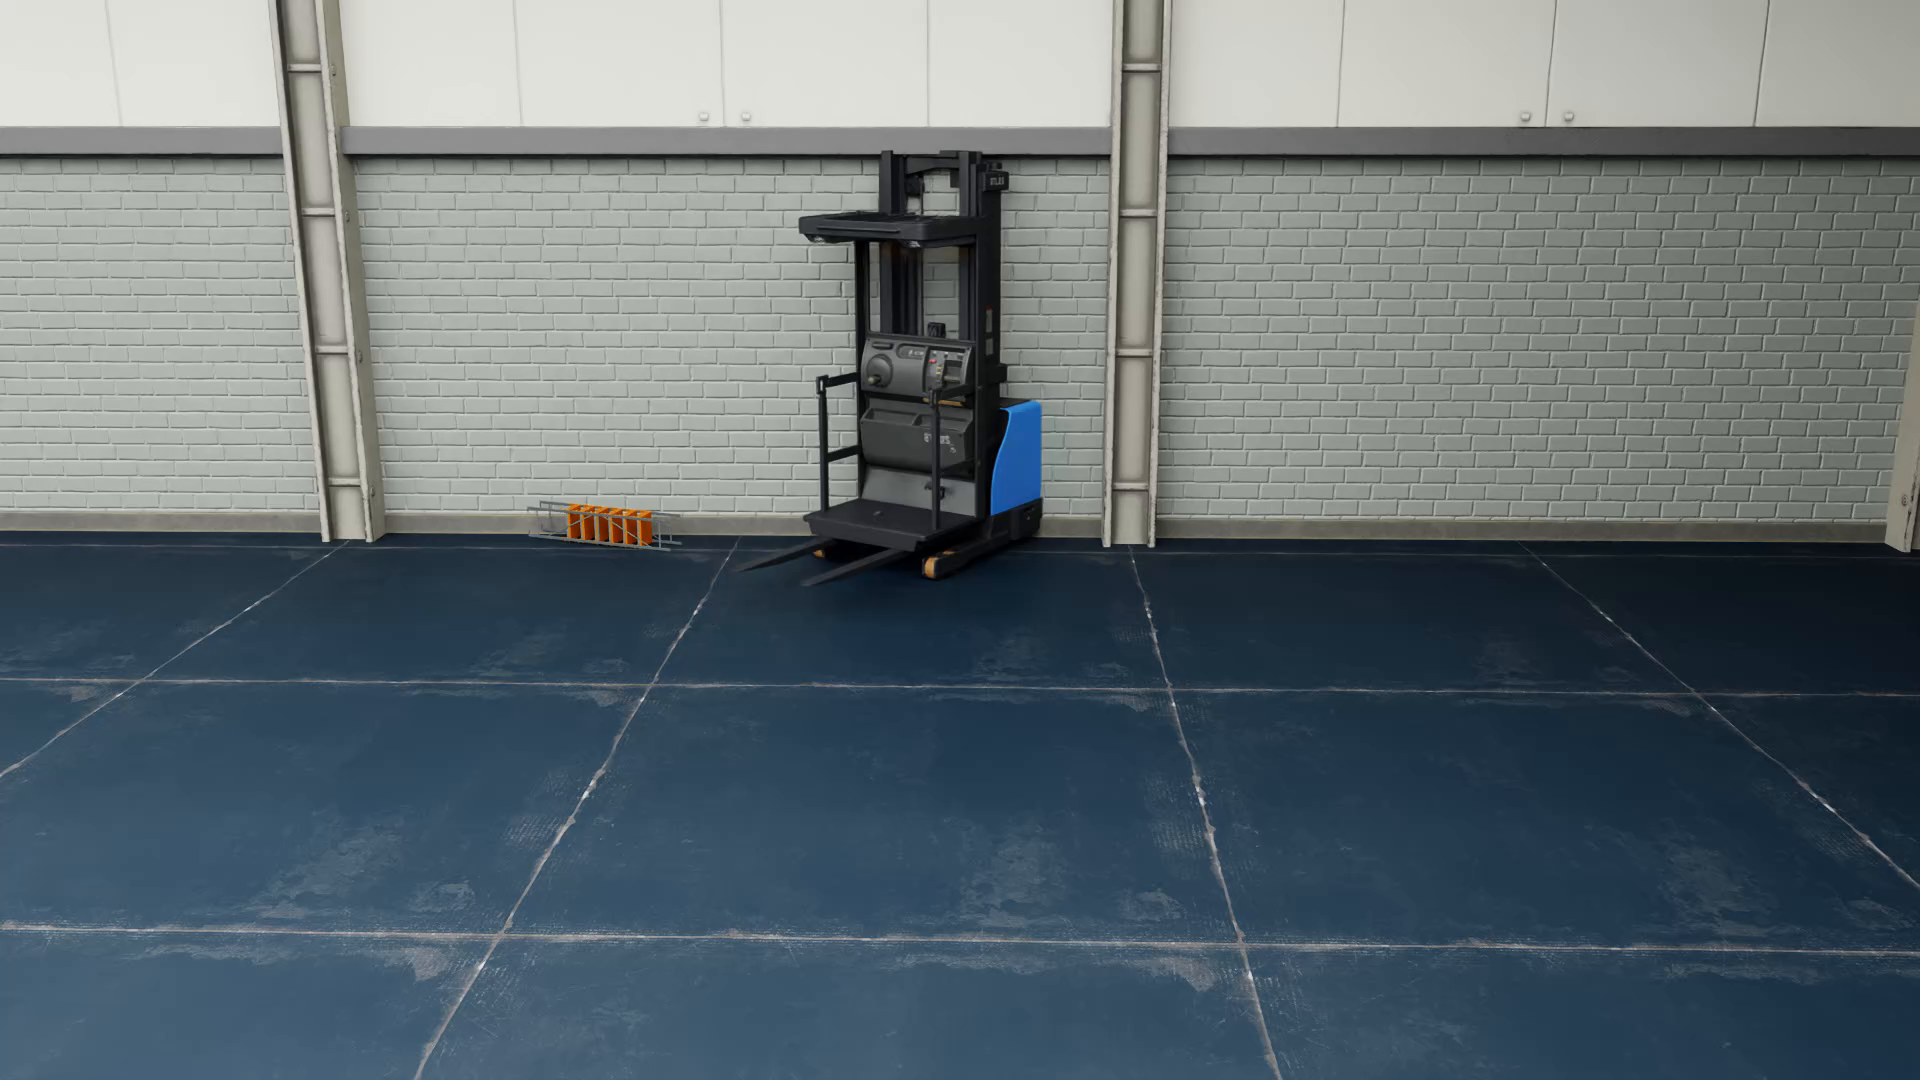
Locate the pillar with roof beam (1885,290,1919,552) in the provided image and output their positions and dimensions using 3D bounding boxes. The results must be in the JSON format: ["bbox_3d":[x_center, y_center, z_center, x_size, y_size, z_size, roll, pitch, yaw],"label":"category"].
[{"bbox_3d":[7.180,-3.200,7.330,0.400,9.000,9.100,0,15,1],"label":"pillar with roof beam"}]

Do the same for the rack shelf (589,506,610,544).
[{"bbox_3d":[-2.765,-0.115,12.726,0.103,0.258,0.180,6,17,16],"label":"rack shelf"}]

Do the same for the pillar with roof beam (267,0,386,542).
[{"bbox_3d":[-4.816,-3.279,7.627,0.400,9.000,9.100,0,15,1],"label":"pillar with roof beam"}]

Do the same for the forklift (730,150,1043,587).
[{"bbox_3d":[-0.436,-1.271,11.912,1.130,2.935,3.031,10,18,32],"label":"forklift"}]

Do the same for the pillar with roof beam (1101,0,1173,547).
[{"bbox_3d":[1.182,-3.239,7.479,0.400,9.000,9.100,0,15,1],"label":"pillar with roof beam"}]

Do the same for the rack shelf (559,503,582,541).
[{"bbox_3d":[-2.995,-0.138,12.792,0.103,0.258,0.180,6,17,16],"label":"rack shelf"}]

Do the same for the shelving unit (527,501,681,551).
[{"bbox_3d":[-2.723,-0.111,12.713,1.200,0.258,0.189,6,17,16],"label":"shelving unit"}]

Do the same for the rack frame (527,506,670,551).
[{"bbox_3d":[-2.750,-0.086,12.629,1.200,0.240,0.006,6,17,16],"label":"rack frame"}]

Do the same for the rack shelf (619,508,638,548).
[{"bbox_3d":[-2.536,-0.092,12.660,0.103,0.258,0.180,6,17,16],"label":"rack shelf"}]

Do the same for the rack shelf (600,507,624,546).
[{"bbox_3d":[-2.651,-0.104,12.693,0.103,0.258,0.180,6,17,16],"label":"rack shelf"}]

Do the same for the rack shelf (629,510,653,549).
[{"bbox_3d":[-2.421,-0.081,12.626,0.103,0.258,0.180,6,17,16],"label":"rack shelf"}]

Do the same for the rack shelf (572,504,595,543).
[{"bbox_3d":[-2.880,-0.126,12.759,0.103,0.258,0.180,6,17,16],"label":"rack shelf"}]

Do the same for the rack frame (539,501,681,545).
[{"bbox_3d":[-2.696,-0.135,12.798,1.200,0.240,0.006,6,17,16],"label":"rack frame"}]
